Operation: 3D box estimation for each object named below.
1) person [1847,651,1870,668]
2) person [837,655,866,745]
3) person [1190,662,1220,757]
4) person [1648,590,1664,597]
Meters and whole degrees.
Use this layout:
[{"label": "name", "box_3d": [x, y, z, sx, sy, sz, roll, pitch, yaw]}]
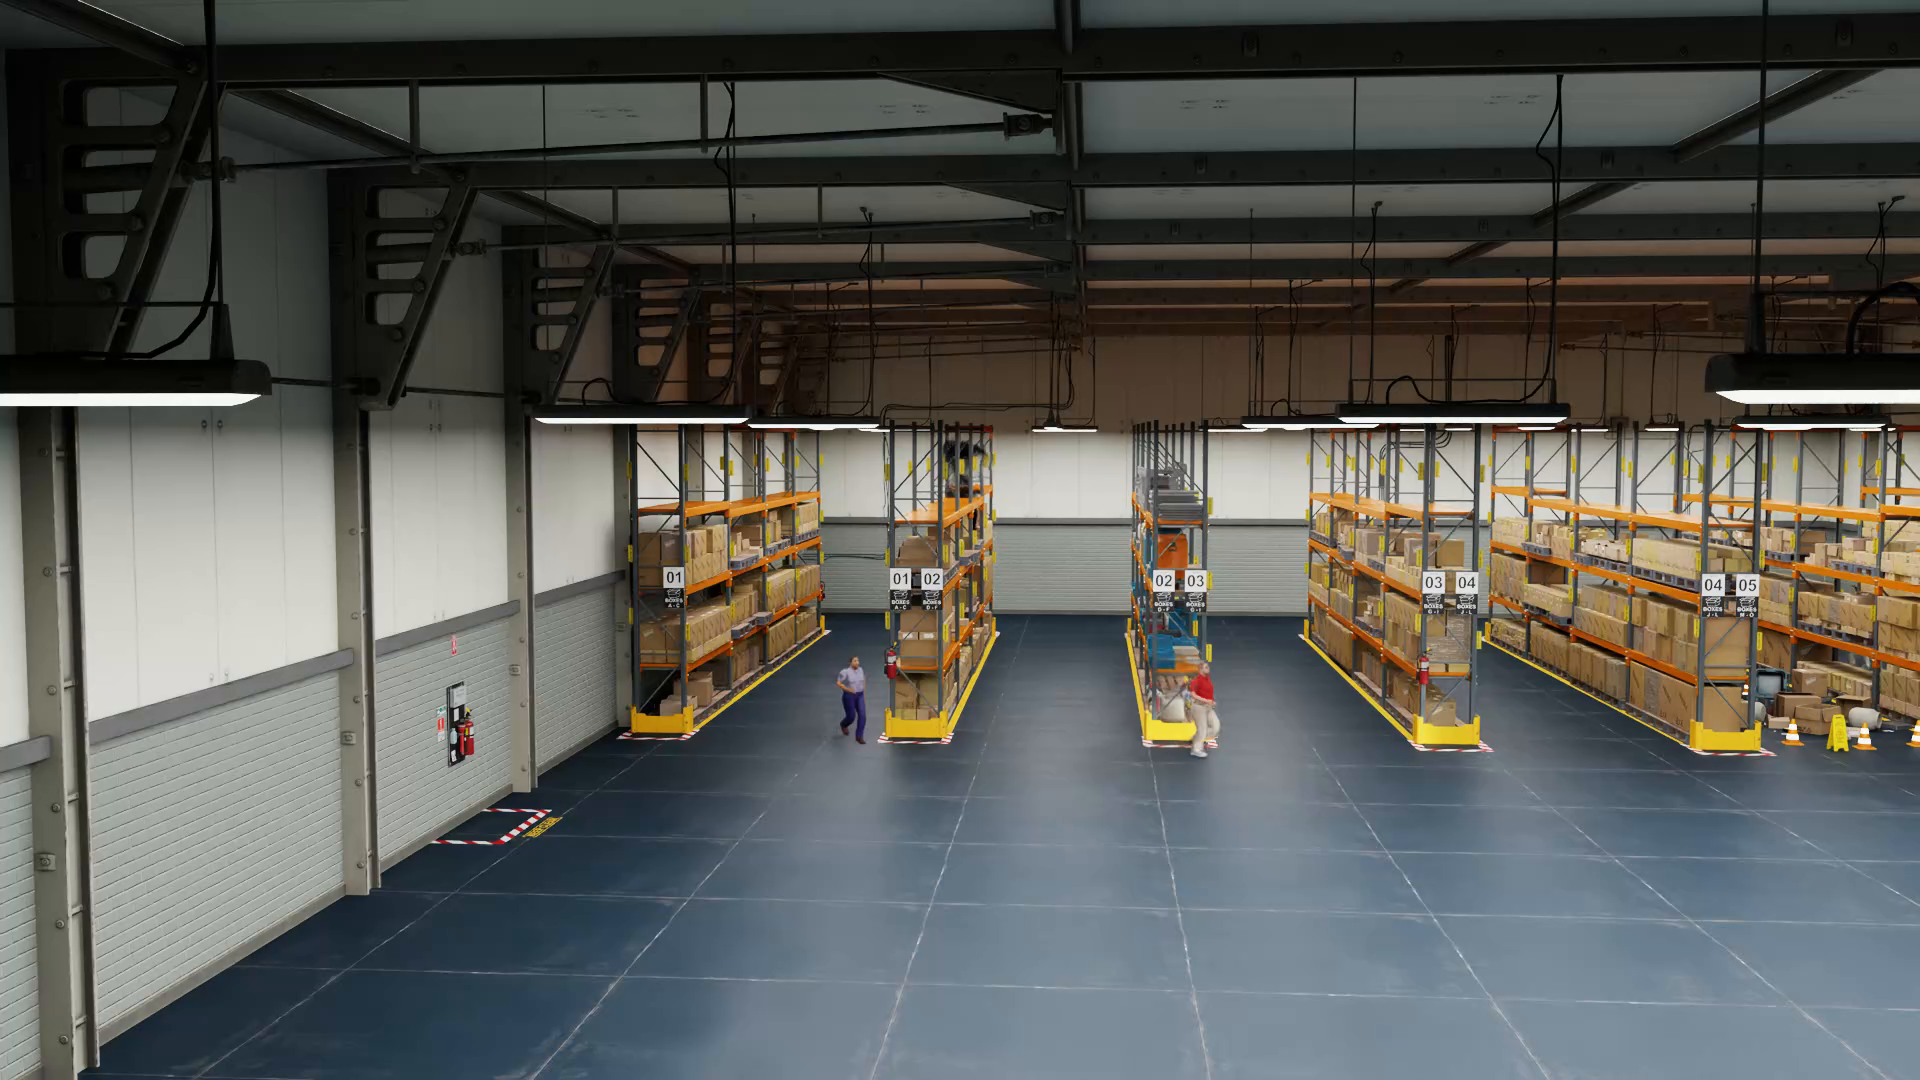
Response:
[{"label": "person", "box_3d": [21.926, 2.328, 40.535, 0.508, 1.709, 0.810, 0, 4, 2]}, {"label": "person", "box_3d": [-1.999, 2.964, 31.021, 0.644, 1.649, 0.769, -2, 4, -30]}, {"label": "person", "box_3d": [4.348, 3.008, 29.475, 0.585, 1.692, 0.675, 3, 5, 39]}, {"label": "person", "box_3d": [19.690, 1.905, 47.069, 0.654, 1.681, 0.654, 0, 4, 0]}]
